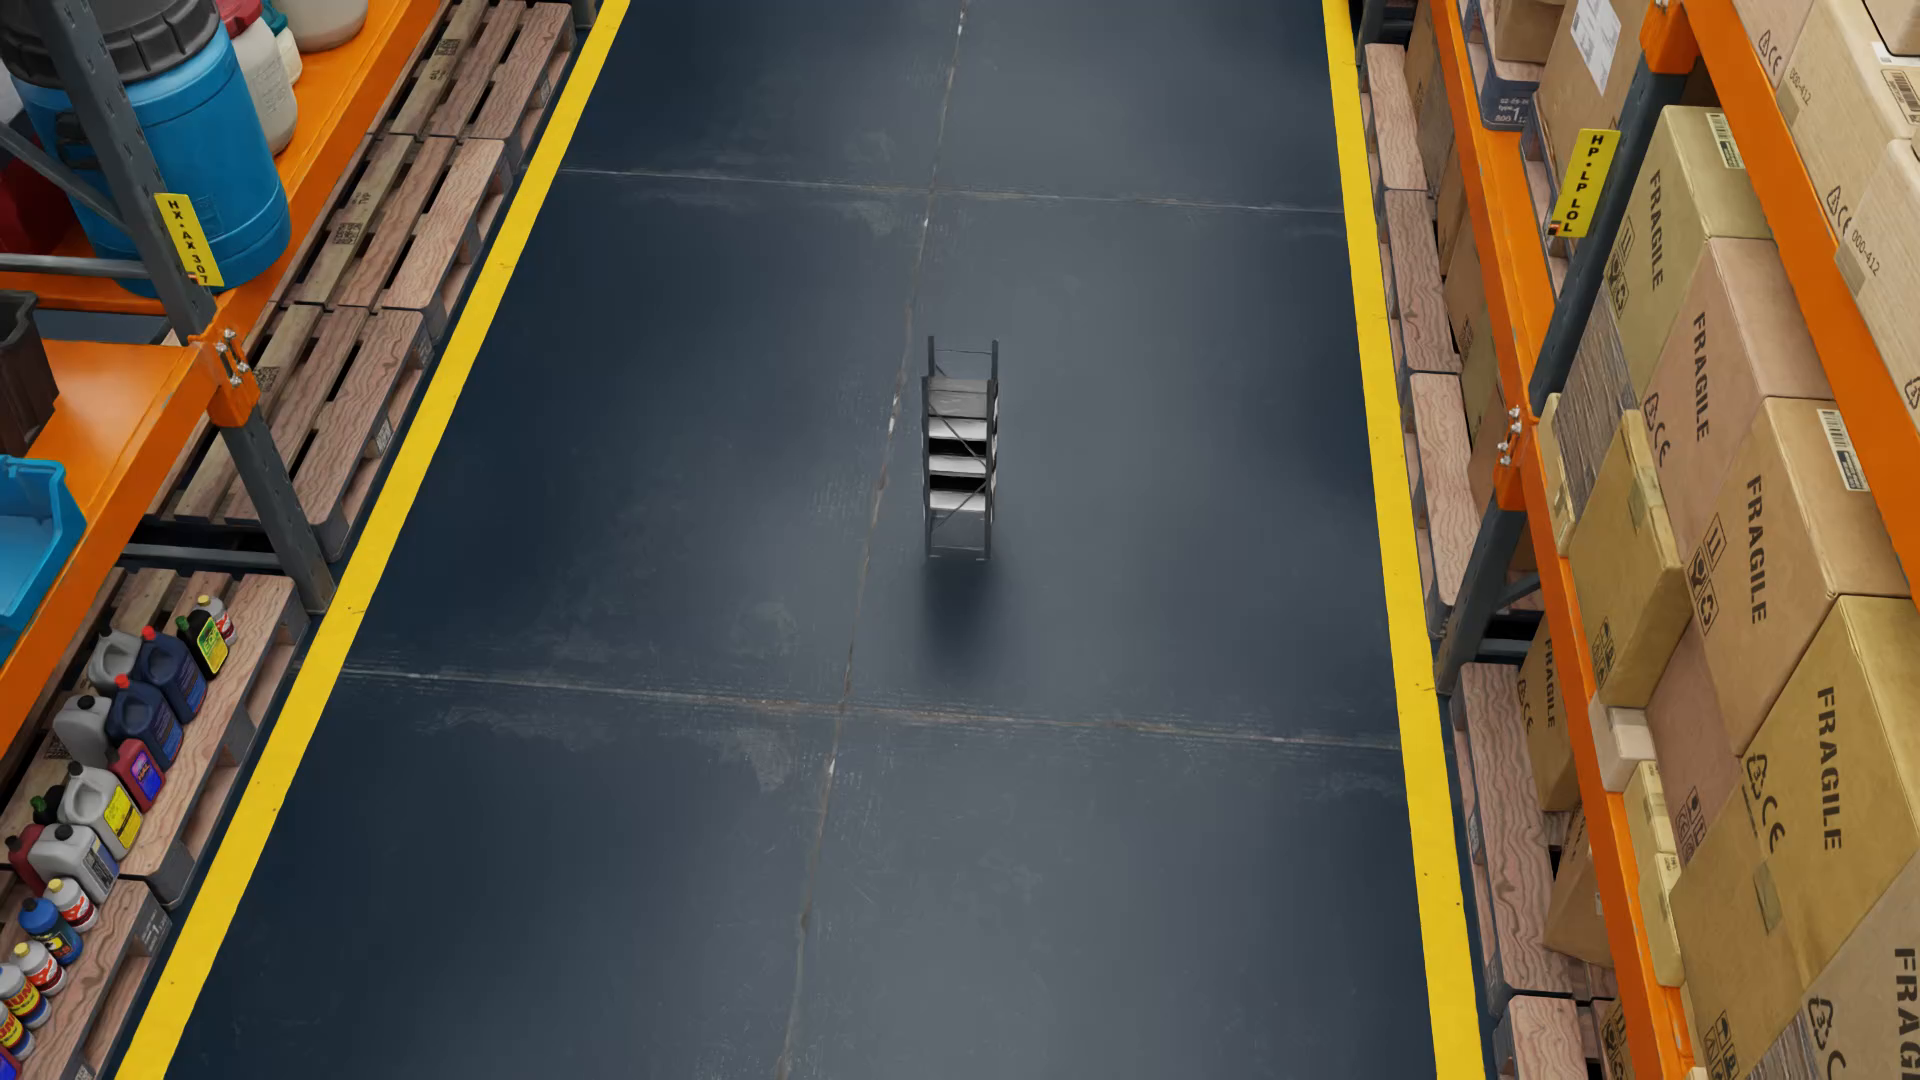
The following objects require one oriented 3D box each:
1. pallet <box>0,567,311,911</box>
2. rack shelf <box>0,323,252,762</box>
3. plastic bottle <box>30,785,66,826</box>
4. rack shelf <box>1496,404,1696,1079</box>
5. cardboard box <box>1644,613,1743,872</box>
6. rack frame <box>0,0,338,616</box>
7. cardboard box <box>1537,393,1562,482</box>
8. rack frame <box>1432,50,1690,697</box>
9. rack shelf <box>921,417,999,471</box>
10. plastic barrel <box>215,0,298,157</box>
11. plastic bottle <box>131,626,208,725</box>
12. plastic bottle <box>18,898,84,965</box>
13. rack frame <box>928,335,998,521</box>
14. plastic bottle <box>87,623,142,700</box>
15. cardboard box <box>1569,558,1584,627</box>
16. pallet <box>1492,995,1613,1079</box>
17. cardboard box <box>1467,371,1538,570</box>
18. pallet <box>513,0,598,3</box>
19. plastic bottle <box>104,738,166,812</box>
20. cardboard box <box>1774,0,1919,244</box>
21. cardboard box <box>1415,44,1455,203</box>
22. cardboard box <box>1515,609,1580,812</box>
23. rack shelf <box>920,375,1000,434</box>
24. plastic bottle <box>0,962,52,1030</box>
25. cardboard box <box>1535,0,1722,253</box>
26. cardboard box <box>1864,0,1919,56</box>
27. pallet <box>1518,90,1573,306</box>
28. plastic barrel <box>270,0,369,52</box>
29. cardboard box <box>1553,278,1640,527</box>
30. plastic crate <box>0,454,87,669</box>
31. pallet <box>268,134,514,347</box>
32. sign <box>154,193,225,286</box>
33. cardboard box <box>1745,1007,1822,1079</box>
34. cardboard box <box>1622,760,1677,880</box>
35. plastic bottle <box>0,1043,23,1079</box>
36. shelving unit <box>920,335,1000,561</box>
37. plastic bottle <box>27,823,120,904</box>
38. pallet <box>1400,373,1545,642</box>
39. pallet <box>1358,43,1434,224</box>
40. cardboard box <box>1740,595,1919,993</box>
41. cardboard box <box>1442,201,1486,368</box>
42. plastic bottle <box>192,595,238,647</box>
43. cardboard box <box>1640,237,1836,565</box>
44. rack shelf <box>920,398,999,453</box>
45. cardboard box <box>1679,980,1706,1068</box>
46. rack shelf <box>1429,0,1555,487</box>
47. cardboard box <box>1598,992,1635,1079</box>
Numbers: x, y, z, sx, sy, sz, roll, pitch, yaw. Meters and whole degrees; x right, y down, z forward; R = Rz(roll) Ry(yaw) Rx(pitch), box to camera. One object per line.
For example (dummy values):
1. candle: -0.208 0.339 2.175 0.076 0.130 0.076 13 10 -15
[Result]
1. pallet: -2.883 0.612 5.547 1.003 0.211 1.213 4 48 4
2. rack shelf: -2.963 0.893 3.888 1.077 0.370 4.000 4 48 4
3. plastic bottle: -2.704 0.831 4.999 0.061 0.283 0.133 4 48 4
4. rack shelf: 1.969 1.226 3.584 1.077 0.370 4.000 4 48 4
5. cardboard box: 2.023 0.445 3.541 0.875 0.500 0.500 4 48 4
6. rack frame: -2.781 -0.820 4.967 1.000 3.000 0.127 4 48 4
7. cardboard box: 1.833 -0.264 4.629 0.380 0.149 0.250 4 48 4
8. rack frame: 2.152 -0.487 4.662 1.000 3.000 0.127 4 48 4
9. rack shelf: 0.001 -0.348 5.882 0.258 0.077 0.200 4 48 4
10. plastic barrel: -2.475 -1.554 5.546 0.433 0.535 0.433 0 48 0
11. plastic bottle: -2.552 0.418 5.332 0.144 0.351 0.185 3 48 2
12. plastic bottle: -2.611 1.106 4.756 0.097 0.271 0.097 0 48 0
13. rack frame: 0.010 -0.384 5.992 0.240 0.900 0.006 4 48 4
14. plastic bottle: -2.696 0.409 5.341 0.144 0.351 0.185 4 48 4
15. cardboard box: 1.802 0.104 4.292 0.380 0.149 0.250 4 48 4
16. pallet: 2.017 1.849 4.416 1.003 0.211 1.213 4 48 4
17. cardboard box: 2.229 -0.241 5.834 0.700 0.500 0.500 1 48 1
18. pallet: -2.386 -3.400 9.217 1.003 0.211 1.213 4 48 4
19. plastic bottle: -2.543 0.705 5.115 0.061 0.283 0.133 7 48 6
20. cardboard box: 1.812 -0.746 2.968 0.500 0.250 0.500 3 48 3
21. cardboard box: 2.437 -1.829 7.286 0.700 0.500 0.500 0 48 0
22. cardboard box: 2.075 0.506 5.163 0.500 0.500 0.500 3 48 2
23. rack shelf: 0.001 -0.469 5.749 0.258 0.077 0.200 4 48 4
24. plastic bottle: -2.629 1.255 4.620 0.097 0.271 0.097 0 48 0
25. cardboard box: 2.363 -1.405 4.811 1.000 1.000 1.000 4 48 4
26. cardboard box: 1.813 -0.966 2.899 0.380 0.149 0.250 4 48 4
27. pallet: 2.366 -0.974 5.238 1.003 0.211 1.213 4 48 4
28. plastic barrel: -2.408 -2.093 6.040 0.433 0.535 0.433 0 48 0
29. cardboard box: 2.049 -0.294 4.217 0.875 0.500 0.500 4 48 4
30. plastic crate: -2.611 0.062 4.261 0.499 0.251 0.616 4 48 4
31. pallet: -2.639 -1.357 7.348 1.003 0.211 1.213 4 48 4
32. sign: -2.234 -0.868 4.824 0.100 0.325 0.005 4 48 4
33. cardboard box: 1.879 1.176 2.872 0.875 0.500 0.500 4 48 4
34. cardboard box: 1.743 0.656 3.788 0.380 0.149 0.250 4 48 4
35. plastic bottle: -2.631 1.411 4.469 0.061 0.283 0.133 5 48 4
36. shelving unit: 0.001 -0.310 5.923 0.258 0.900 0.210 4 48 4
37. plastic bottle: -2.618 0.941 4.904 0.152 0.276 0.135 5 48 4
38. pallet: 2.221 -0.118 6.215 1.003 0.211 1.213 4 48 4
39. pallet: 2.443 -1.911 7.855 1.003 0.211 1.213 4 48 4
40. cardboard box: 1.733 0.458 2.851 0.500 0.500 0.500 4 48 4
41. cardboard box: 2.342 -1.002 6.529 0.700 0.500 0.500 0 48 0
42. plastic bottle: -2.503 0.264 5.574 0.097 0.201 0.097 0 48 0
43. cardboard box: 1.813 -0.277 3.524 0.500 0.500 0.500 4 48 4
44. rack shelf: 0.001 -0.409 5.815 0.258 0.077 0.200 4 48 4
45. cardboard box: 1.732 1.026 3.449 0.380 0.149 0.250 4 48 4
46. rack shelf: 2.334 -1.714 6.272 1.077 0.370 4.000 4 48 4
47. cardboard box: 2.052 1.389 4.356 0.500 0.500 0.500 0 48 0
